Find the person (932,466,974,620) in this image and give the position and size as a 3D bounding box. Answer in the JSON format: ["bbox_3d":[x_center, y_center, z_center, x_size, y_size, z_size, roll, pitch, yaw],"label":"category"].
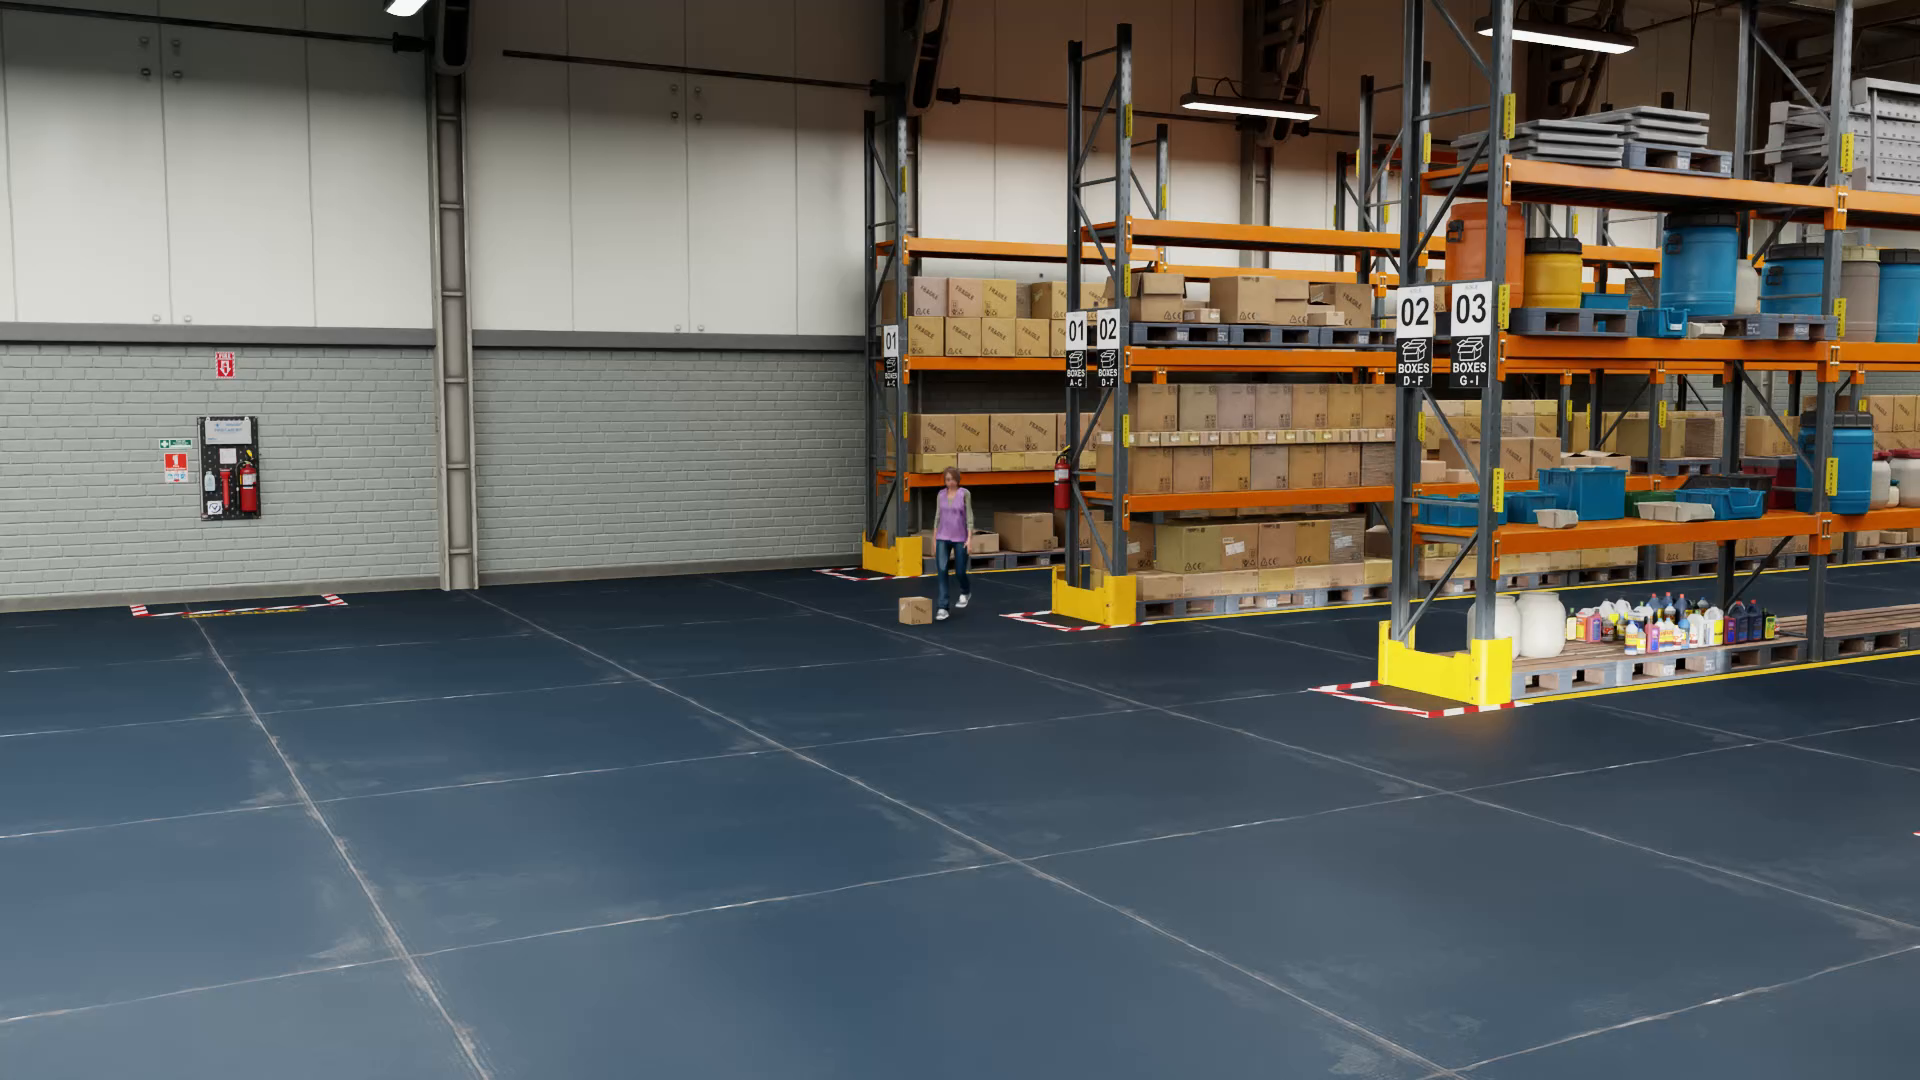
[{"bbox_3d":[-0.071,0.017,17.431,0.456,1.575,0.736,1,5,12],"label":"person"}]
